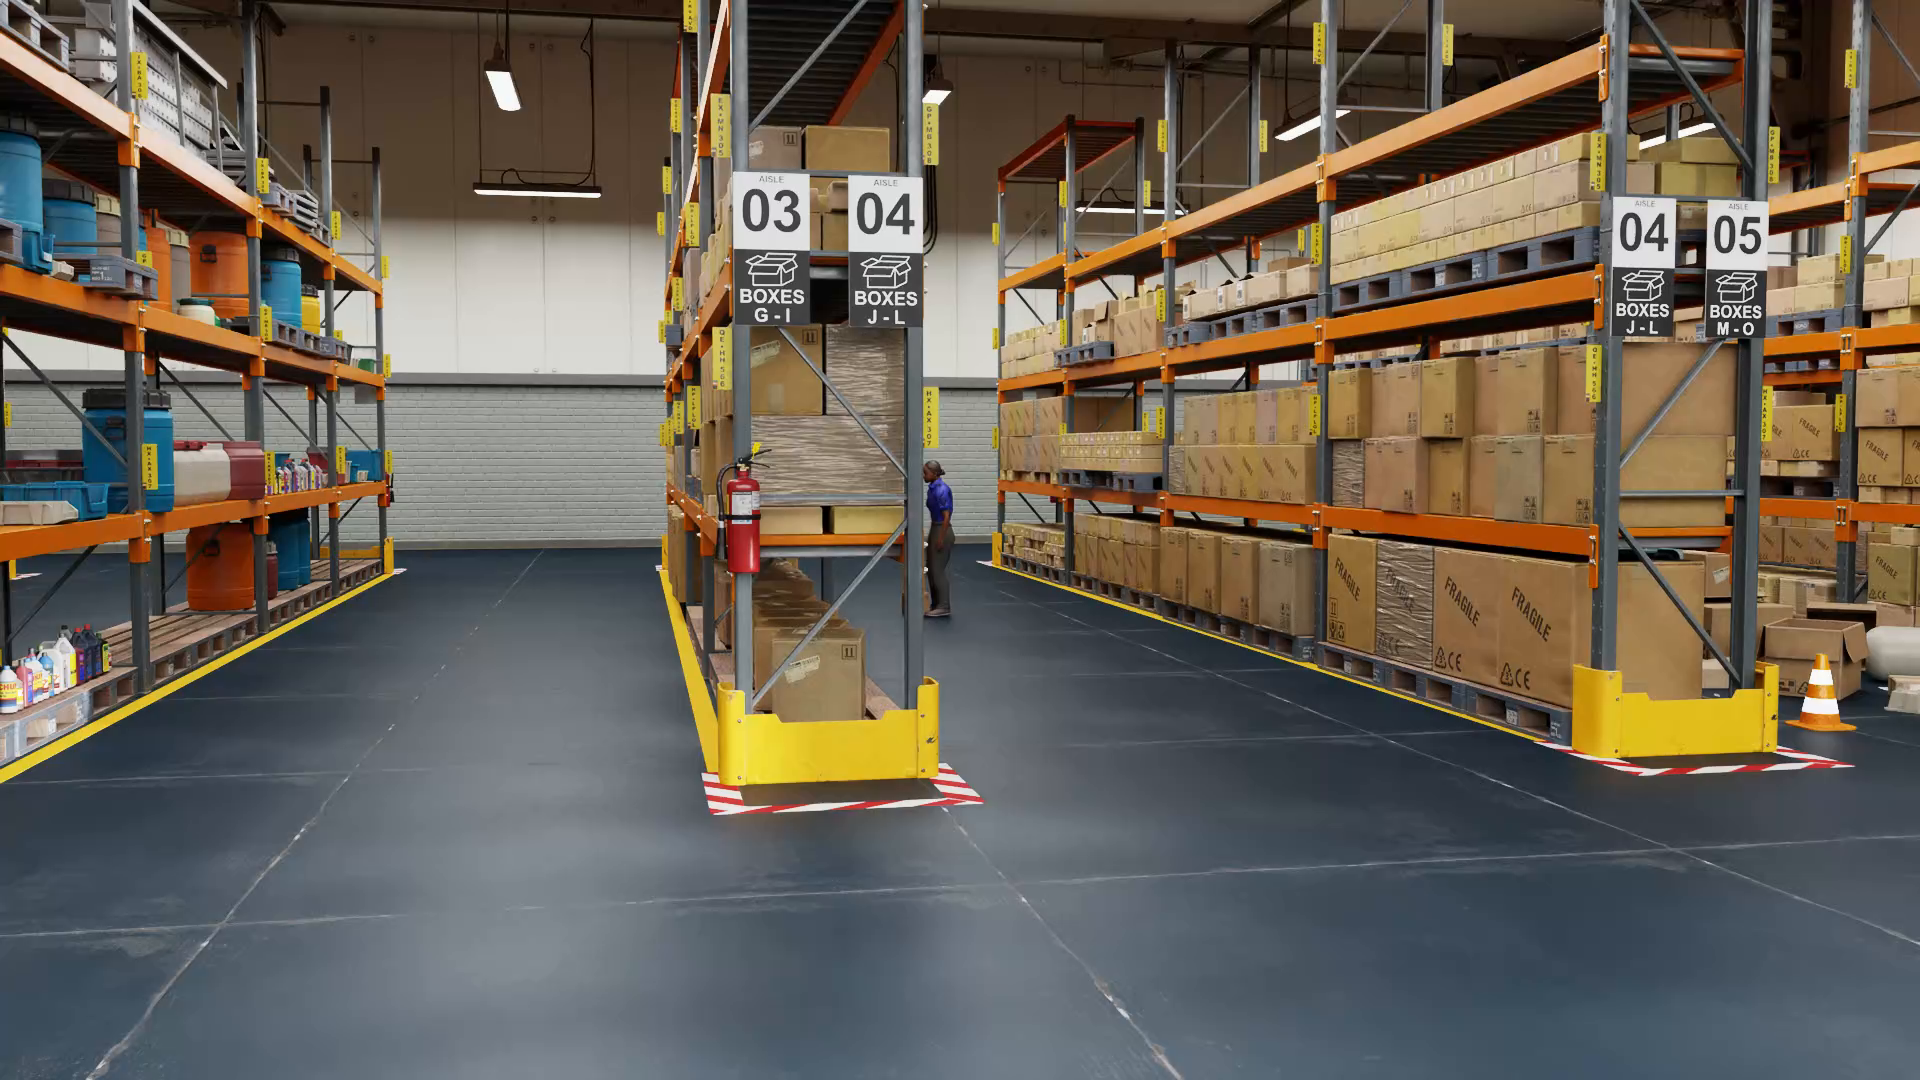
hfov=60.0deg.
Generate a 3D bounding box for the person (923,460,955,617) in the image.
[{"bbox_3d":[-0.242,-0.024,17.611,0.347,1.655,0.532,-1,3,-15],"label":"person"}]
